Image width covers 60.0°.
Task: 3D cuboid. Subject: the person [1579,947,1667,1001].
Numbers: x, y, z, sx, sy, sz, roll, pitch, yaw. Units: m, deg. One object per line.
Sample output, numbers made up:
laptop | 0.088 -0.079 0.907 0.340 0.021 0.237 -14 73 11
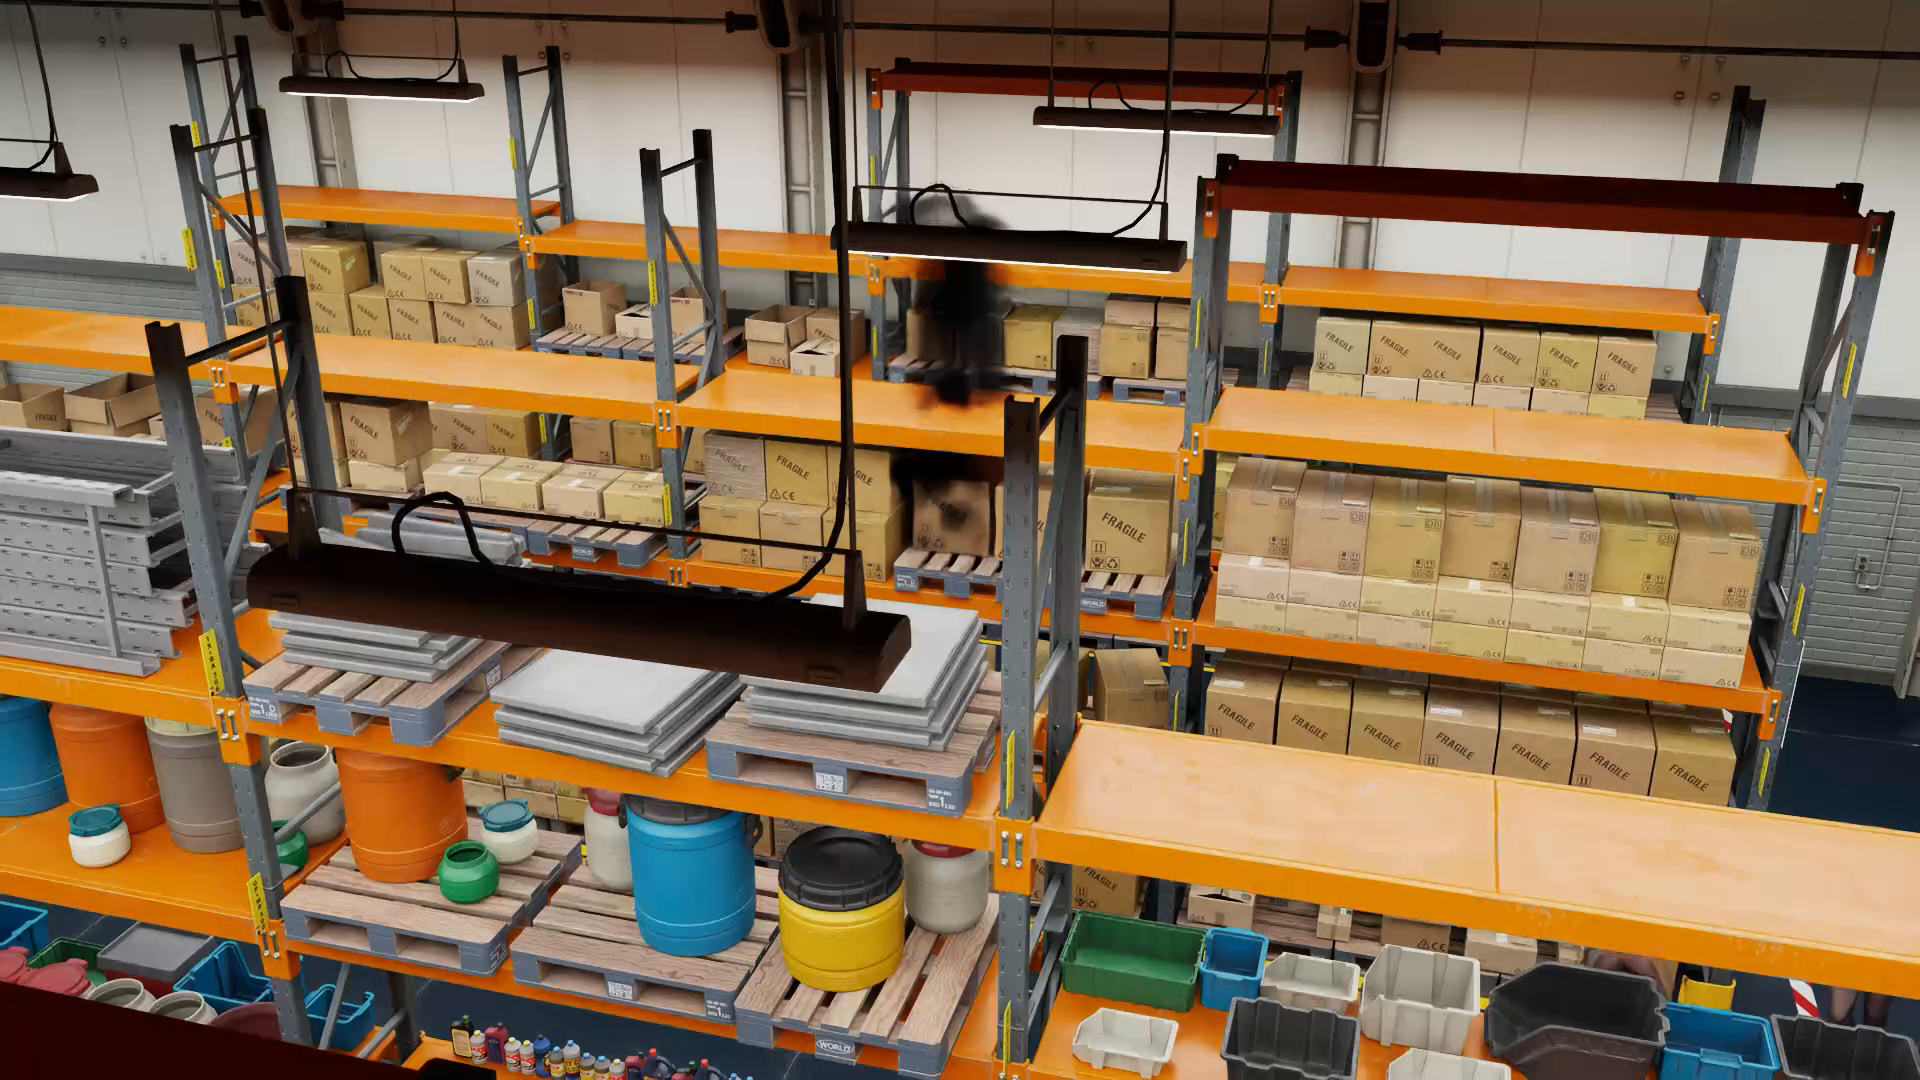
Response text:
person | 4.266 3.202 10.934 0.979 1.716 0.737 1 23 2

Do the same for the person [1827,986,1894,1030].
person | 6.218 2.952 11.488 0.657 1.757 0.701 14 27 31
